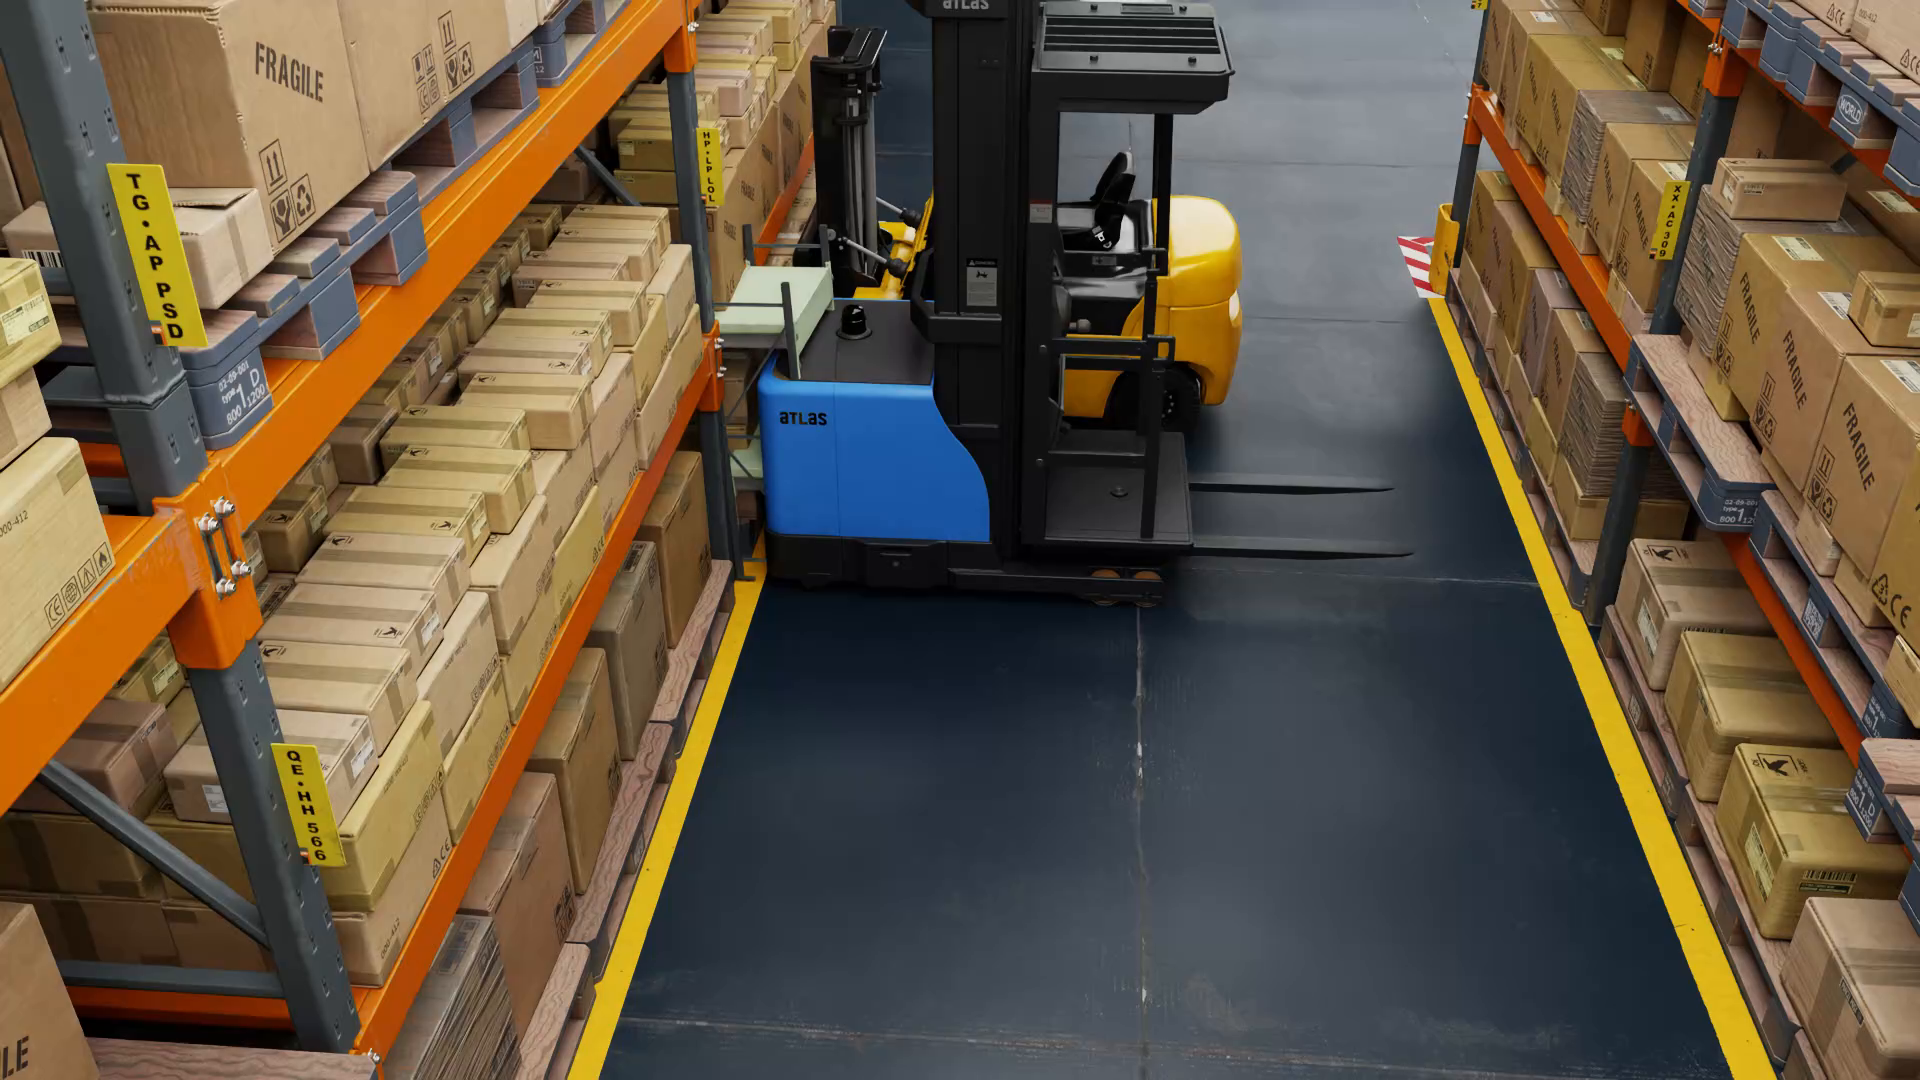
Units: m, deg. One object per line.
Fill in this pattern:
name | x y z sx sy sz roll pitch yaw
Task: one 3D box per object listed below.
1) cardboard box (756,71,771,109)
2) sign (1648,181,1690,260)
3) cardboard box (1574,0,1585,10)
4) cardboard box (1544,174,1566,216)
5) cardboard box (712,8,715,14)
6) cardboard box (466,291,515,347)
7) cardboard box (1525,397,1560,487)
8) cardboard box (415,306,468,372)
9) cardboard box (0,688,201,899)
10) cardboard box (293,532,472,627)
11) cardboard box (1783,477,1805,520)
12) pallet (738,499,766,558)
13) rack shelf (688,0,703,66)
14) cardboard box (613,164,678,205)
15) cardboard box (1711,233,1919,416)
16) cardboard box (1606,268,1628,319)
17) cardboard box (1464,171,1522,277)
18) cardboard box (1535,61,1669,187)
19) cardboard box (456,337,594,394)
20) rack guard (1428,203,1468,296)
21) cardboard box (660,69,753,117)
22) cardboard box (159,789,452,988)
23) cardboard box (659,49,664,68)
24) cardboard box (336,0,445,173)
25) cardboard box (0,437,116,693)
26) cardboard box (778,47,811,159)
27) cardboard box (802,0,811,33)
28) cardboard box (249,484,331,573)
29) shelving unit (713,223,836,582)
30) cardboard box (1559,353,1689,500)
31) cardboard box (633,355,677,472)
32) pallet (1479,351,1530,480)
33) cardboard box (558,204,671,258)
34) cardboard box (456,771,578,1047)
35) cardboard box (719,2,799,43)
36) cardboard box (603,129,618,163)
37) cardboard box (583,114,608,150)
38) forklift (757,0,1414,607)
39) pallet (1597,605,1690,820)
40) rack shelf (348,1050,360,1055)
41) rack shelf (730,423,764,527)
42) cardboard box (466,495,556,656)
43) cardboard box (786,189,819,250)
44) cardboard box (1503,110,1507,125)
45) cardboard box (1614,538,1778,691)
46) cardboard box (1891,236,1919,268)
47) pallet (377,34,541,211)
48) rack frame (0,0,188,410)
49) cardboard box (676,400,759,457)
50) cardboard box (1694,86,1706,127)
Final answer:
cardboard box | -1.153 -2.238 8.309 0.380 0.149 0.250 1 32 2
sign | 2.832 -1.274 6.632 0.100 0.325 0.005 2 32 4
cardboard box | 3.875 -3.296 9.407 0.700 0.500 0.500 2 32 3
cardboard box | 3.211 -1.760 8.486 0.380 0.149 0.250 3 32 4
cardboard box | -1.600 -2.938 9.445 0.380 0.149 0.250 1 32 2
cardboard box | -1.922 -0.728 6.239 0.500 0.250 0.500 2 32 3
cardboard box | 3.187 -0.494 8.412 0.500 0.250 0.500 2 32 3
cardboard box | -1.957 -0.708 5.826 0.380 0.149 0.250 2 32 4
cardboard box | -2.140 0.600 4.084 0.500 0.250 0.500 3 32 5
cardboard box | -1.555 0.111 4.498 0.380 0.149 0.250 3 32 5
cardboard box | 2.953 -0.139 5.455 0.380 0.149 0.250 3 32 4
pallet | -1.467 -0.323 8.573 1.003 0.211 1.213 2 32 4
rack shelf | -1.411 -3.112 8.268 1.077 0.370 4.000 2 32 4
cardboard box | -1.286 -1.570 7.225 0.380 0.149 0.250 2 32 3
cardboard box | 3.010 -0.739 5.811 0.500 0.500 0.500 3 32 4
cardboard box | 3.110 -1.091 7.400 0.380 0.149 0.250 3 32 5
cardboard box | 3.357 -1.883 9.951 0.500 0.500 0.500 1 32 2
cardboard box | 3.272 -2.107 8.431 0.500 0.500 0.500 2 32 3
cardboard box | -1.455 -0.557 5.581 0.380 0.149 0.250 3 32 4
rack guard | 3.693 -1.874 10.814 1.175 0.500 0.348 2 32 4
cardboard box | -1.186 -2.100 7.801 0.380 0.149 0.250 3 32 5
cardboard box | -1.620 0.838 4.174 0.500 0.250 0.500 3 32 4
cardboard box | -1.661 -2.520 8.484 0.380 0.149 0.250 3 32 5
cardboard box | -1.656 -1.182 3.858 0.700 0.500 0.500 2 32 3
cardboard box | -1.699 0.061 2.575 0.500 0.250 0.500 1 32 2
cardboard box | -1.119 -2.423 9.227 0.500 0.500 0.500 2 32 3
cardboard box | -1.070 -3.045 9.618 0.380 0.149 0.250 3 32 5
cardboard box | -2.034 -0.041 4.744 0.380 0.149 0.250 2 32 4
shelving unit | -0.842 -0.643 7.837 0.431 1.500 0.755 2 30 9
cardboard box | 3.154 -0.534 7.763 0.500 0.500 0.500 2 32 3
cardboard box | -1.389 -0.494 6.336 0.500 0.250 0.500 2 32 4
pallet | 3.490 -0.691 9.170 1.003 0.211 1.213 2 32 4
cardboard box | -1.380 -1.227 6.668 0.380 0.149 0.250 4 32 6
cardboard box | -1.790 1.160 5.371 0.875 0.625 0.625 3 32 6
cardboard box | -1.071 -2.765 8.880 0.380 0.149 0.250 3 32 5
cardboard box | -1.788 -1.864 7.702 0.380 0.149 0.250 3 32 5
cardboard box | -1.787 -1.851 7.397 0.380 0.149 0.250 2 32 3
forklift | 0.623 -1.225 7.444 3.031 2.935 1.130 2 32 3
pallet | 3.312 0.708 6.899 1.003 0.211 1.213 2 32 4
rack shelf | -2.062 2.348 2.267 1.077 0.370 4.000 2 32 4
rack shelf | -0.827 -0.361 7.999 0.431 0.370 0.720 2 30 9
cardboard box | -1.517 0.090 4.911 0.500 0.250 0.500 2 32 3
cardboard box | -1.042 -1.836 9.637 0.500 0.250 0.500 3 32 5
cardboard box | 3.357 -2.434 9.580 0.380 0.149 0.250 1 32 2
cardboard box | 3.334 0.328 6.962 0.950 0.372 0.625 3 32 5
cardboard box | 3.526 -0.723 5.785 0.500 0.500 0.500 3 32 4
pallet | -1.845 -1.145 4.569 1.003 0.211 1.213 4 32 6
rack frame | -1.899 -1.558 2.201 1.000 3.000 0.127 2 32 4
cardboard box | -1.227 -0.557 8.038 0.500 0.250 0.500 2 32 4
cardboard box | 3.689 -1.968 7.252 0.700 0.500 0.500 3 32 4
